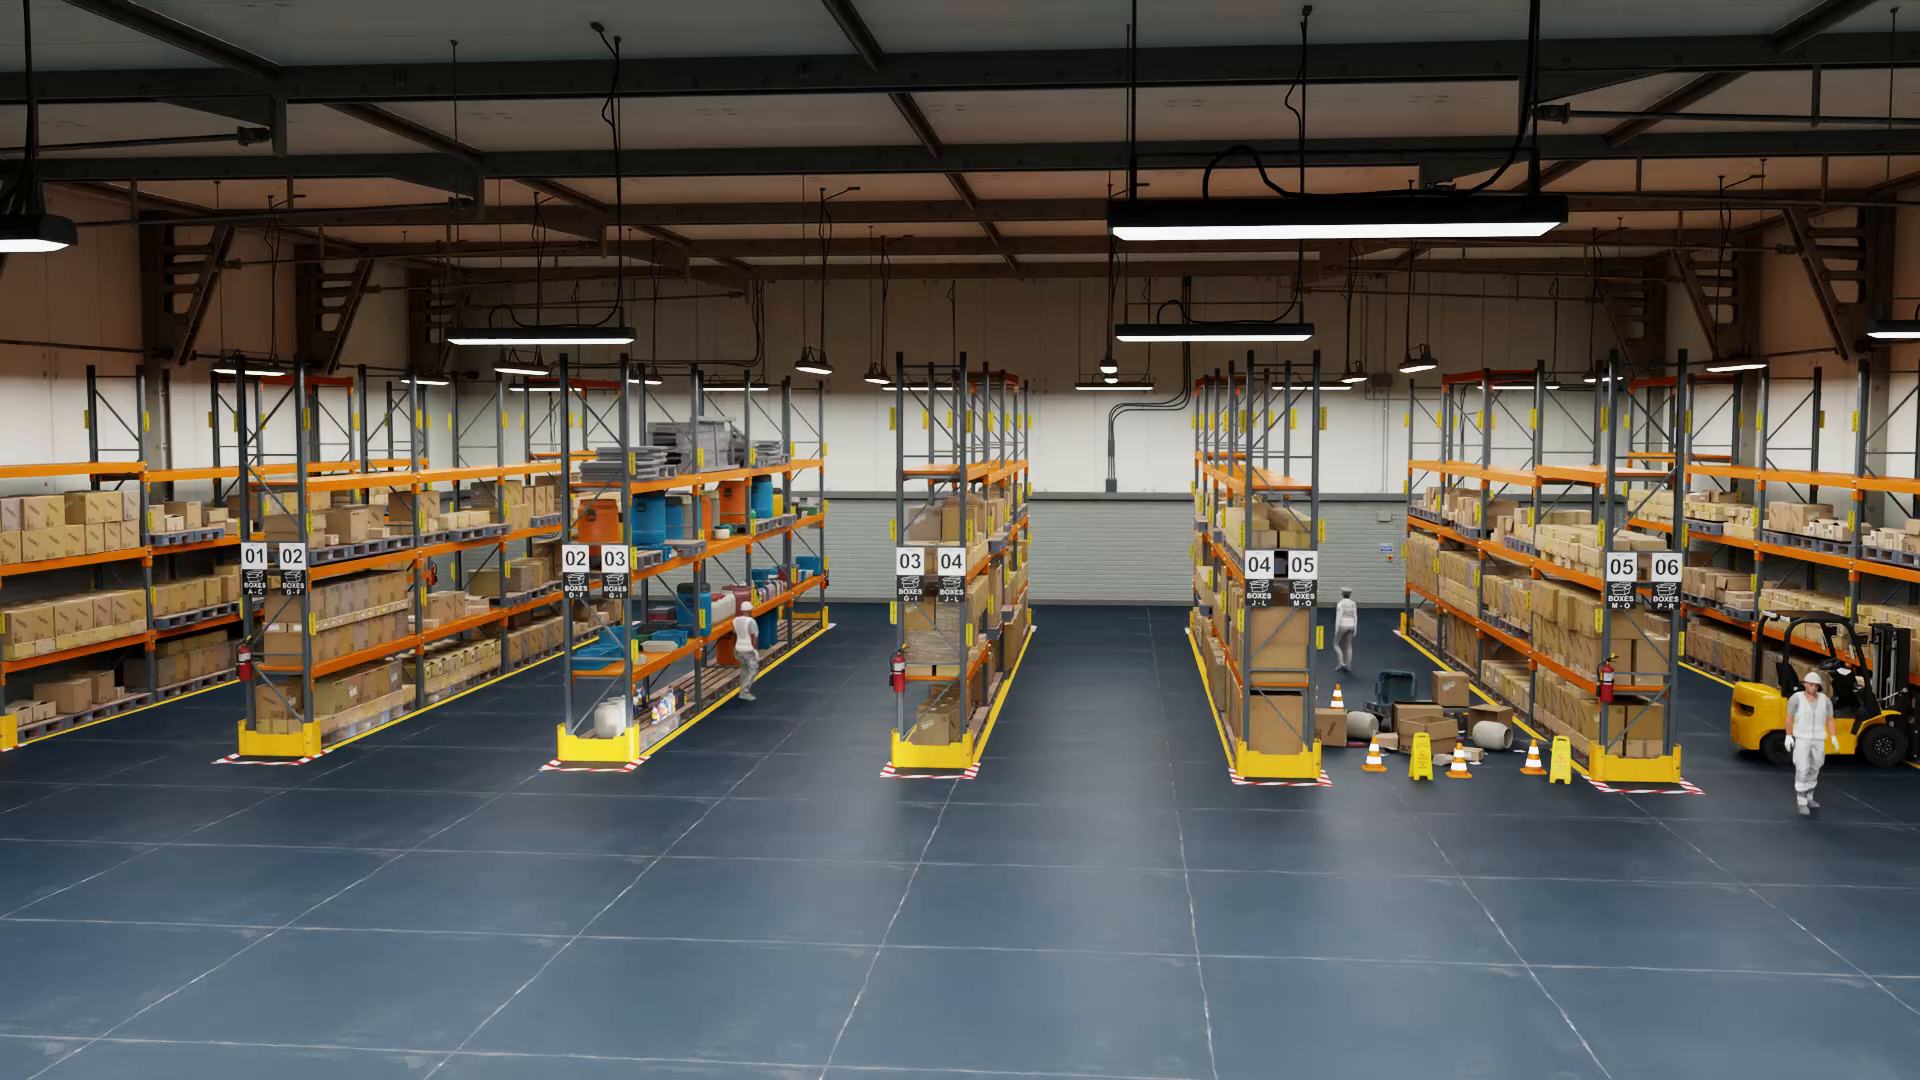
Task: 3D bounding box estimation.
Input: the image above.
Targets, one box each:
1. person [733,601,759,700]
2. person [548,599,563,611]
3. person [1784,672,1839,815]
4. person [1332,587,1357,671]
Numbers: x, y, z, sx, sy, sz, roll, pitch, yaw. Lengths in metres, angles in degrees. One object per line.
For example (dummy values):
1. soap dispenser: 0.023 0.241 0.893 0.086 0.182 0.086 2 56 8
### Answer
1. person: -3.859 1.994 29.906 0.600 1.785 0.522 4 5 42
2. person: -10.189 1.114 42.823 1.076 1.678 0.529 1 4 19
3. person: 10.948 2.605 21.381 0.583 1.830 0.566 1 4 8
4. person: 7.758 1.801 33.473 0.518 1.713 0.359 -2 4 -23
